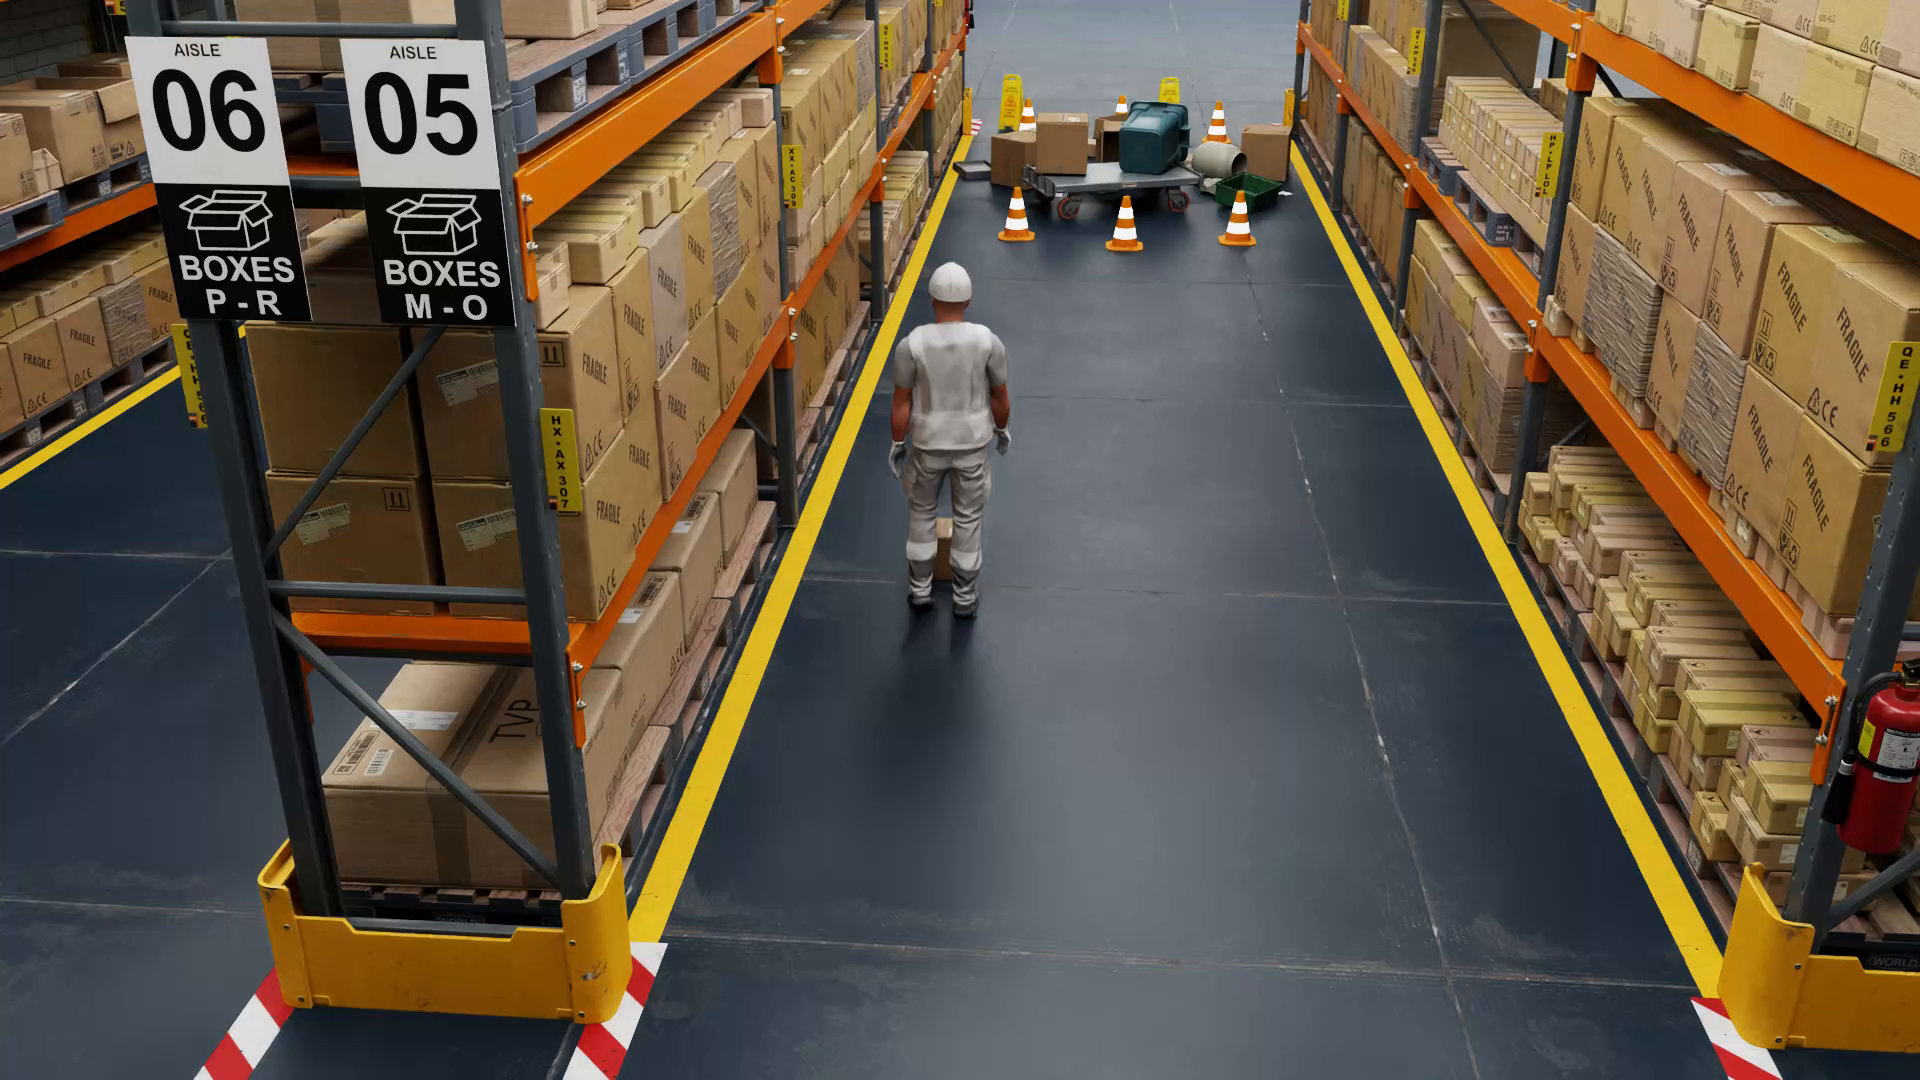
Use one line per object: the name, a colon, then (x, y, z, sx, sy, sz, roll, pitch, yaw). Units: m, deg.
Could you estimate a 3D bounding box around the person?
person: (-0.048, -0.465, 8.105, 0.598, 1.837, 0.448, 0, 24, -1)
